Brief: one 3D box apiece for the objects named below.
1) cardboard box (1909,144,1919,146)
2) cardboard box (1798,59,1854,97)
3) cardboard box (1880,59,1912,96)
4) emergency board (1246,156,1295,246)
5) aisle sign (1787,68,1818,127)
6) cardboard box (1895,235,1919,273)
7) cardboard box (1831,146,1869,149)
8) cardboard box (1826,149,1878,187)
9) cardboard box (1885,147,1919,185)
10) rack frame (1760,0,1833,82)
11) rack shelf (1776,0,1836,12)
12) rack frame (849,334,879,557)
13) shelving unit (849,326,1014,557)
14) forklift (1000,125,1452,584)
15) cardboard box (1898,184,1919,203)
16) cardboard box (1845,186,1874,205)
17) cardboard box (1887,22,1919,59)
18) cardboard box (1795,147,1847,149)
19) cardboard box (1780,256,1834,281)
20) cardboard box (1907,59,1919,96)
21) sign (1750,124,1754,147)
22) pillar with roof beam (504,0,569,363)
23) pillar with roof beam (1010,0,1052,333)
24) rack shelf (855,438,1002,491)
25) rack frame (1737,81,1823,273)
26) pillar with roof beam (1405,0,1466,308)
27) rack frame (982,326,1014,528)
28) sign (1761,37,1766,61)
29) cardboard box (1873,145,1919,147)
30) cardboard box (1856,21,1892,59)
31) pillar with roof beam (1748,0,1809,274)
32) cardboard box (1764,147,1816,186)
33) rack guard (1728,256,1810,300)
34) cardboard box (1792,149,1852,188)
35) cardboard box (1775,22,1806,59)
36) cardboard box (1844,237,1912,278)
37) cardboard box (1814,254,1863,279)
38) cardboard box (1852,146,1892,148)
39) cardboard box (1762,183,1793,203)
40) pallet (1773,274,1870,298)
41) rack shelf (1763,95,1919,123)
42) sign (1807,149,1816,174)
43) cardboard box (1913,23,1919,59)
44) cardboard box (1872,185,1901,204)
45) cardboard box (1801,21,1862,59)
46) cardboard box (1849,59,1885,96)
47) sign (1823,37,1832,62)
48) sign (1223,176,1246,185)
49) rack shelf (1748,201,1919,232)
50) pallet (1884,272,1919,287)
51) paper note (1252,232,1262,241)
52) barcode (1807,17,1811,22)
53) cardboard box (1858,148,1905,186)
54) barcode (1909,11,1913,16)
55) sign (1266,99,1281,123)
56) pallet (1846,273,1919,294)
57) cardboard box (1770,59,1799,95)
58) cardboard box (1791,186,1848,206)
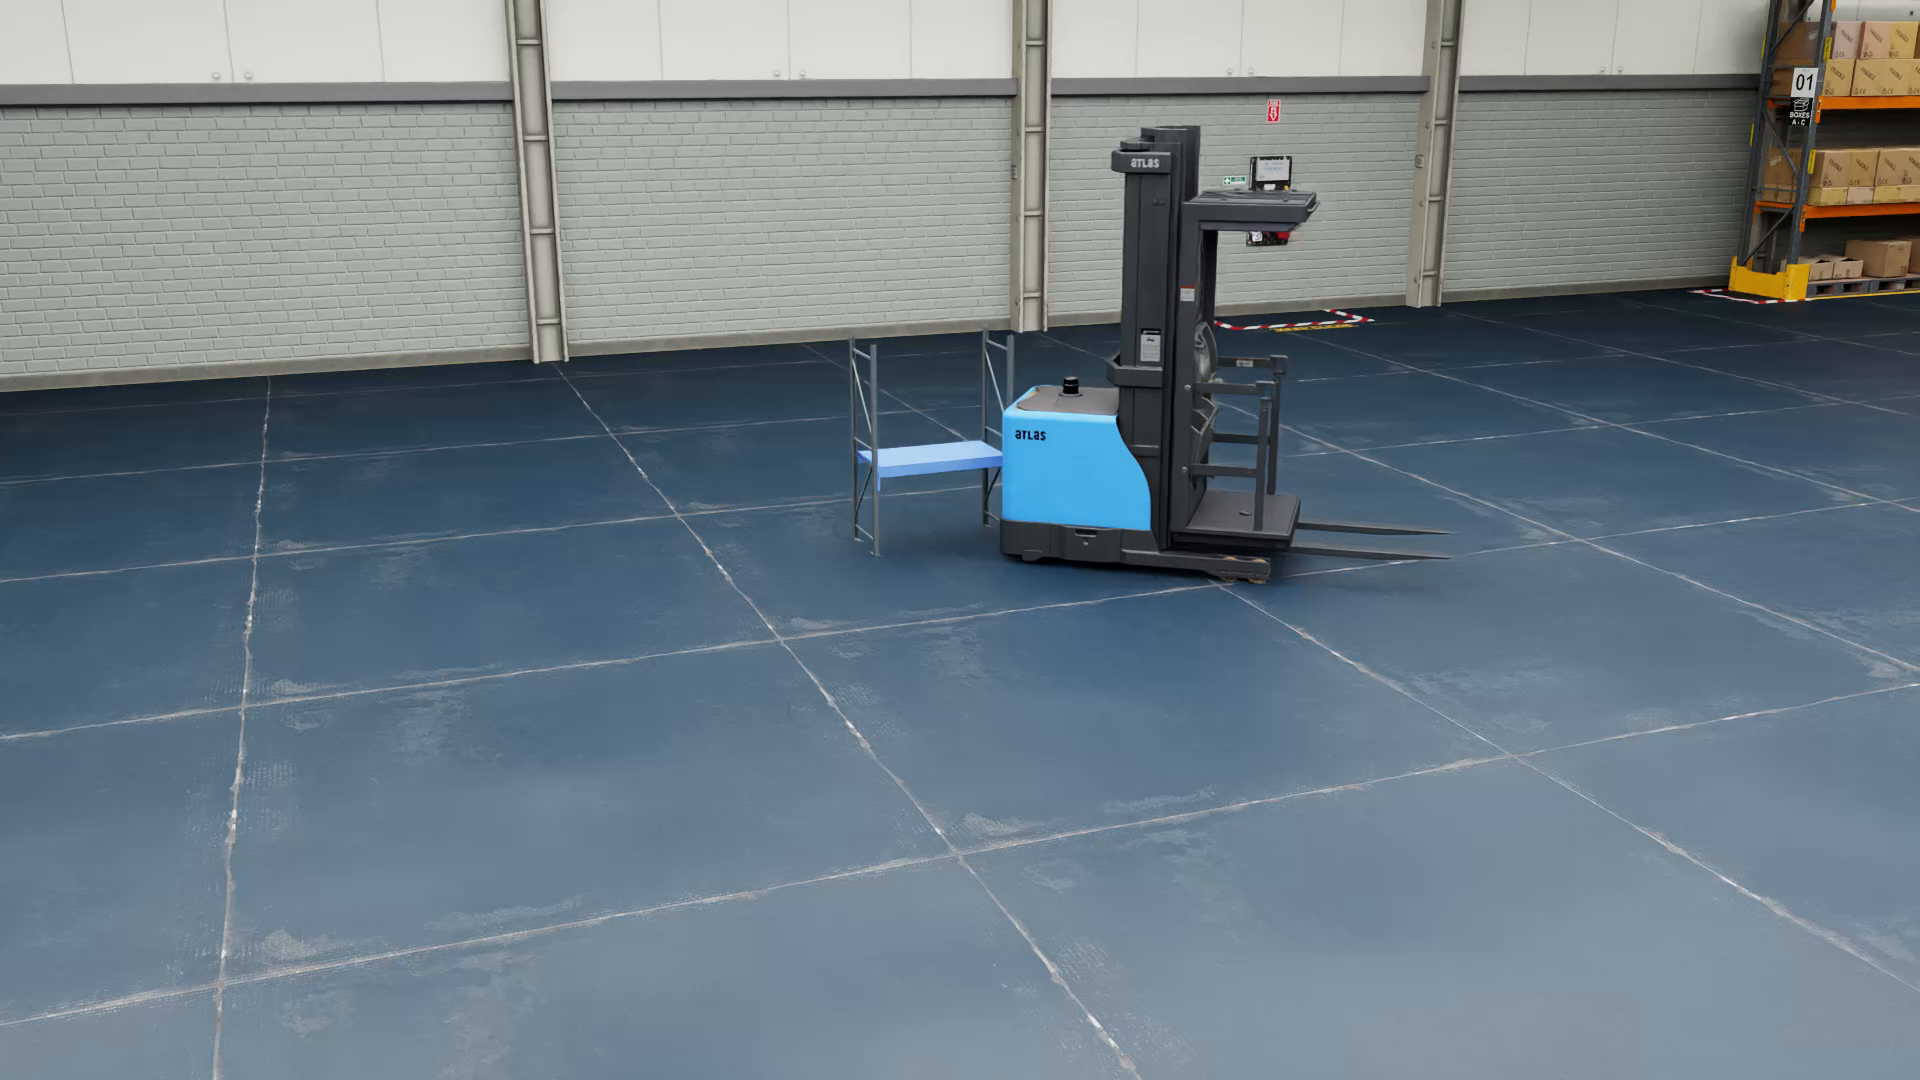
[{"bbox_3d":[14.474,-5.689,25.047,0.500,0.500,0.500,-6,17,-20],"label":"cardboard box"},{"bbox_3d":[12.138,-6.497,23.361,0.500,0.500,0.500,-6,17,-19],"label":"cardboard box"},{"bbox_3d":[13.136,-6.595,23.695,0.500,0.500,0.500,-5,17,-18],"label":"cardboard box"},{"bbox_3d":[4.157,-4.486,22.051,0.643,1.169,0.194,-6,17,-20],"label":"emergency board"},{"bbox_3d":[11.777,-6.193,23.250,0.004,0.787,0.394,-6,17,-20],"label":"aisle sign"},{"bbox_3d":[14.517,-4.332,25.181,0.500,0.500,0.500,-8,18,-24],"label":"cardboard box"},{"bbox_3d":[13.055,-5.534,24.520,0.500,0.500,0.500,-7,18,-22],"label":"cardboard box"},{"bbox_3d":[12.755,-5.346,23.878,0.500,0.500,0.500,-6,17,-20],"label":"cardboard box"},{"bbox_3d":[13.717,-5.451,24.238,0.500,0.500,0.500,-6,17,-18],"label":"cardboard box"},{"bbox_3d":[11.736,-7.910,23.065,0.127,3.000,1.000,-6,17,-20],"label":"rack frame"},{"bbox_3d":[13.604,-7.765,23.853,4.000,0.370,1.077,-6,17,-20],"label":"rack shelf"},{"bbox_3d":[-0.675,-0.665,11.703,0.032,1.500,0.500,-6,18,-21],"label":"rack frame"},{"bbox_3d":[-0.203,-0.718,11.883,1.048,1.500,0.538,-6,18,-21],"label":"shelving unit"},{"bbox_3d":[1.851,-1.279,11.251,3.031,2.935,1.130,4,17,15],"label":"forklift"},{"bbox_3d":[13.736,-5.091,24.343,0.500,0.250,0.500,-6,17,-20],"label":"cardboard box"},{"bbox_3d":[12.786,-4.991,24.002,0.500,0.250,0.500,-7,18,-22],"label":"cardboard box"},{"bbox_3d":[13.144,-7.075,23.557,0.500,0.500,0.500,-6,17,-19],"label":"cardboard box"},{"bbox_3d":[12.574,-5.481,24.339,0.500,0.500,0.500,-6,17,-19],"label":"cardboard box"},{"bbox_3d":[12.415,-3.999,24.384,0.500,0.311,0.500,-8,18,-26],"label":"cardboard box"},{"bbox_3d":[13.629,-6.654,23.898,0.500,0.500,0.500,-5,17,-17],"label":"cardboard box"},{"bbox_3d":[11.557,-5.887,24.206,0.005,0.325,0.100,-6,17,-20],"label":"sign"},{"bbox_3d":[-3.187,-5.261,14.043,0.400,9.000,9.100,-6,17,-20],"label":"pillar with roof beam"},{"bbox_3d":[2.416,-5.866,16.103,0.400,9.000,9.100,-6,17,-20],"label":"pillar with roof beam"},{"bbox_3d":[-0.203,-0.546,11.933,1.000,0.185,0.538,-6,18,-21],"label":"rack shelf"},{"bbox_3d":[11.736,-5.032,23.910,0.127,3.000,1.000,-6,17,-20],"label":"rack frame"},{"bbox_3d":[8.018,-6.471,18.163,0.400,9.000,9.100,-6,17,-20],"label":"pillar with roof beam"},{"bbox_3d":[0.270,-0.771,12.063,0.032,1.500,0.500,-6,18,-21],"label":"rack frame"},{"bbox_3d":[11.557,-7.044,23.867,0.005,0.325,0.100,-6,17,-20],"label":"sign"},{"bbox_3d":[14.006,-5.640,24.881,0.500,0.500,0.500,-6,17,-19],"label":"cardboard box"},{"bbox_3d":[12.670,-7.021,23.371,0.500,0.500,0.500,-6,18,-21],"label":"cardboard box"},{"bbox_3d":[13.621,-7.076,20.223,0.400,9.000,9.100,-6,17,-20],"label":"pillar with roof beam"},{"bbox_3d":[12.101,-5.433,24.175,0.500,0.500,0.500,-6,18,-21],"label":"cardboard box"},{"bbox_3d":[11.807,-3.840,24.288,0.348,0.500,1.175,-6,17,-20],"label":"rack guard"},{"bbox_3d":[12.290,-5.298,23.717,0.500,0.500,0.500,-6,17,-20],"label":"cardboard box"},{"bbox_3d":[12.046,-7.121,23.712,0.500,0.500,0.500,-5,17,-18],"label":"cardboard box"},{"bbox_3d":[13.650,-4.208,24.760,0.500,0.500,0.700,-7,18,-24],"label":"cardboard box"},{"bbox_3d":[12.947,-4.056,24.579,0.500,0.311,0.500,-5,17,-15],"label":"cardboard box"},{"bbox_3d":[13.526,-5.585,24.693,0.500,0.500,0.500,-6,17,-19],"label":"cardboard box"},{"bbox_3d":[12.104,-5.068,24.262,0.500,0.250,0.500,-6,17,-19],"label":"cardboard box"},{"bbox_3d":[12.579,-3.774,24.576,1.213,0.211,1.003,-6,17,-20],"label":"pallet"},{"bbox_3d":[13.604,-6.328,24.275,4.000,0.370,1.077,-6,17,-20],"label":"rack shelf"},{"bbox_3d":[11.931,-5.305,23.302,0.005,0.325,0.100,-6,17,-20],"label":"sign"},{"bbox_3d":[14.109,-7.176,23.902,0.500,0.500,0.500,-7,18,-22],"label":"cardboard box"},{"bbox_3d":[13.263,-5.041,24.172,0.500,0.250,0.500,-6,18,-21],"label":"cardboard box"},{"bbox_3d":[12.183,-6.983,23.244,0.500,0.500,0.500,-8,18,-24],"label":"cardboard box"},{"bbox_3d":[12.652,-6.541,23.514,0.500,0.500,0.500,-5,17,-16],"label":"cardboard box"},{"bbox_3d":[11.931,-6.748,22.878,0.005,0.325,0.100,-6,17,-20],"label":"sign"},{"bbox_3d":[3.611,-4.727,21.867,0.331,0.109,0.001,-6,17,-20],"label":"sign"},{"bbox_3d":[13.604,-4.888,24.698,4.000,0.370,1.077,-6,17,-20],"label":"rack shelf"},{"bbox_3d":[14.857,-4.020,25.414,1.213,0.211,1.003,-6,17,-20],"label":"pallet"},{"bbox_3d":[3.967,-4.064,22.176,0.142,0.148,0.016,-6,17,-20],"label":"paper note"},{"bbox_3d":[12.221,-7.490,23.939,0.075,0.075,0.001,-6,17,-20],"label":"barcode"},{"bbox_3d":[13.240,-5.396,24.050,0.500,0.500,0.500,-7,18,-22],"label":"cardboard box"},{"bbox_3d":[14.020,-7.759,24.501,0.075,0.075,0.001,-6,17,-20],"label":"barcode"},{"bbox_3d":[4.113,-5.624,21.811,0.199,0.298,0.001,-6,17,-20],"label":"sign"},{"bbox_3d":[13.716,-3.896,24.991,1.213,0.211,1.003,-6,17,-20],"label":"pallet"},{"bbox_3d":[12.036,-6.637,23.840,0.500,0.500,0.500,-5,17,-16],"label":"cardboard box"},{"bbox_3d":[12.306,-4.935,23.811,0.500,0.250,0.500,-7,18,-22],"label":"cardboard box"}]
